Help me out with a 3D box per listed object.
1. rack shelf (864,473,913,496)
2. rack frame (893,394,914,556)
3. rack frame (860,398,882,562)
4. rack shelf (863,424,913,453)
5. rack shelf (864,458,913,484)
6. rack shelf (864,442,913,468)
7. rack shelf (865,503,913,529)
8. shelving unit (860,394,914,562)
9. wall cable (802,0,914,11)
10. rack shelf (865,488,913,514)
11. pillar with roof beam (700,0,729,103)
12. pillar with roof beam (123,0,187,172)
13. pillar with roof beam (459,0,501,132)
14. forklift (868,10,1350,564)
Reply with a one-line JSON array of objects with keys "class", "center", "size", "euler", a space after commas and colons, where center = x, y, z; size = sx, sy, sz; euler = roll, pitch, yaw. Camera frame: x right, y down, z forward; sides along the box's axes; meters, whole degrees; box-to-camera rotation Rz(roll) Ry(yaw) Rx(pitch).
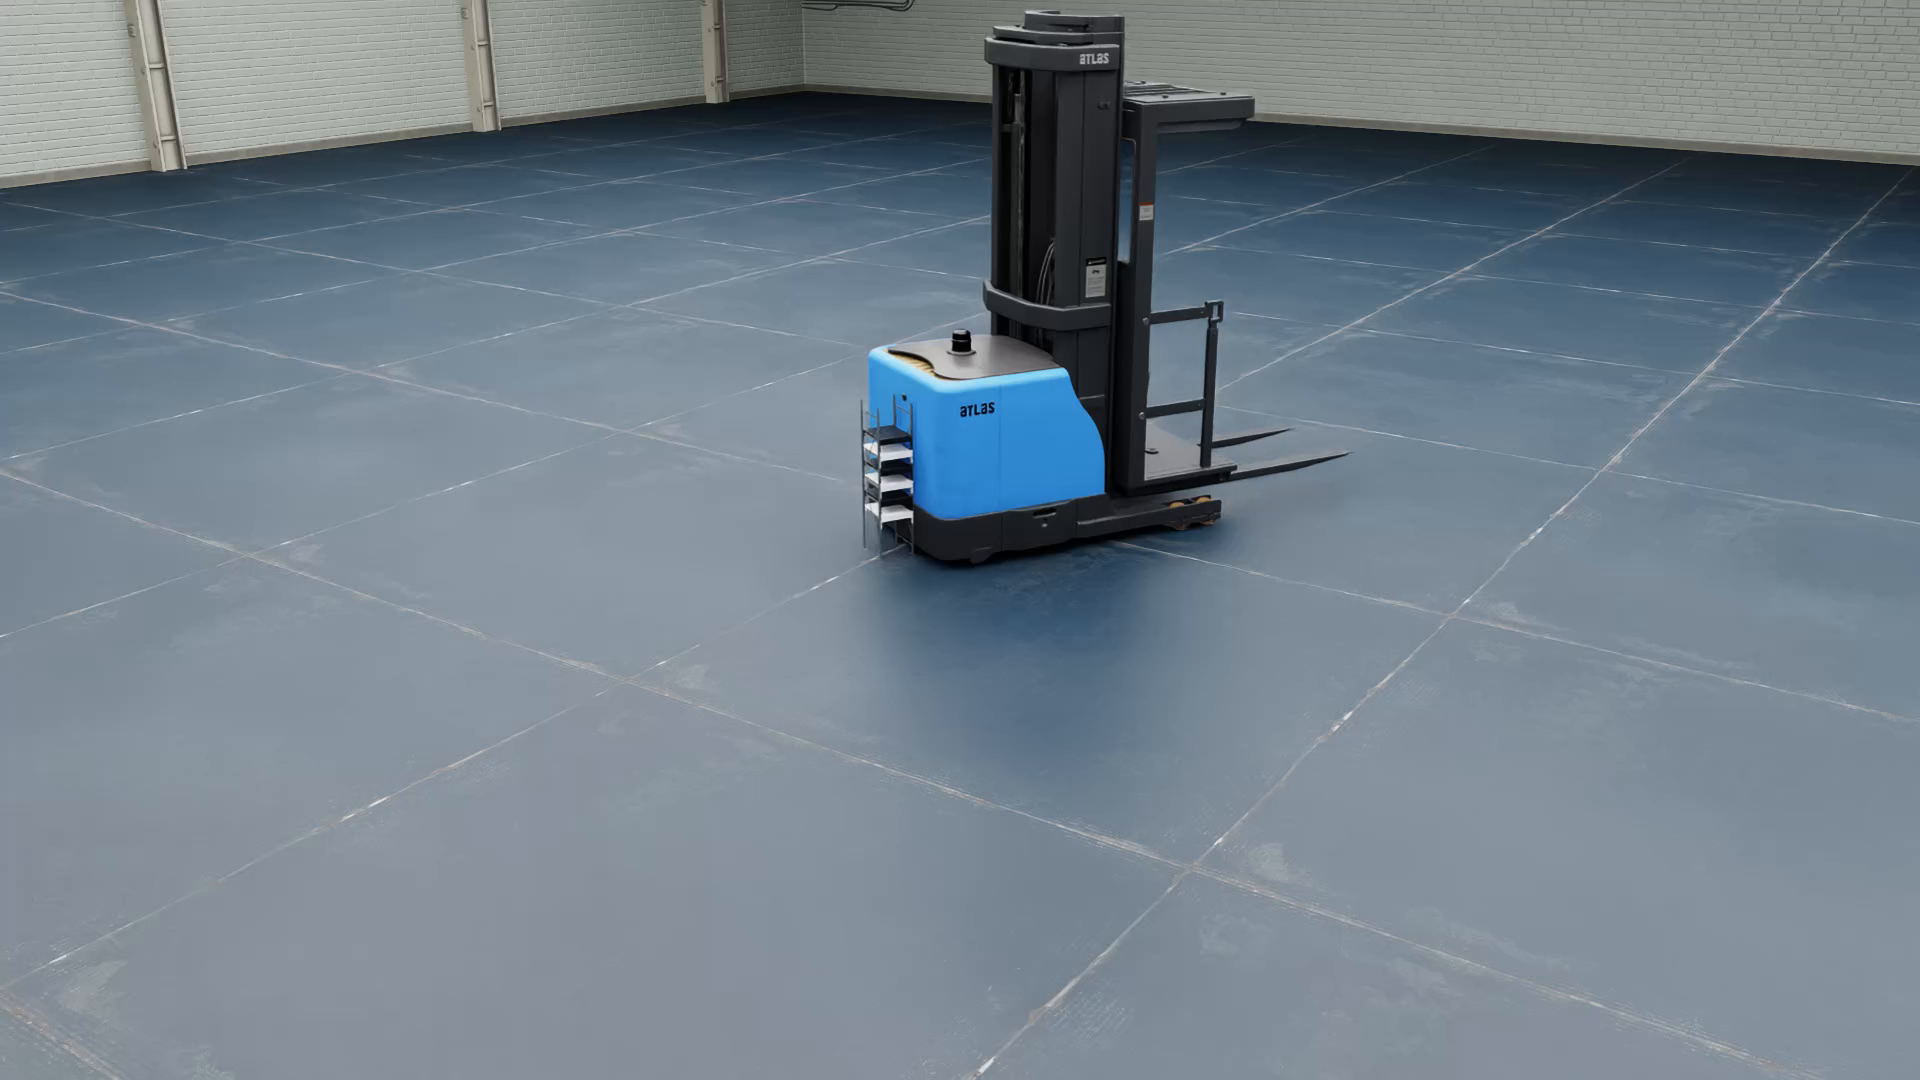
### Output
[{"class": "rack shelf", "center": [-0.411, -0.319, 9.426], "size": [0.200, 0.077, 0.258], "euler": [-10, 23, -26]}, {"class": "rack frame", "center": [-0.321, -0.366, 9.459], "size": [0.006, 0.900, 0.240], "euler": [-10, 23, -26]}, {"class": "rack frame", "center": [-0.501, -0.334, 9.370], "size": [0.006, 0.900, 0.240], "euler": [-10, 23, -26]}, {"class": "rack shelf", "center": [-0.411, -0.572, 9.332], "size": [0.200, 0.077, 0.258], "euler": [-10, 23, -26]}, {"class": "rack shelf", "center": [-0.411, -0.403, 9.395], "size": [0.200, 0.077, 0.258], "euler": [-10, 23, -26]}, {"class": "rack shelf", "center": [-0.411, -0.488, 9.364], "size": [0.200, 0.077, 0.258], "euler": [-10, 23, -26]}, {"class": "rack shelf", "center": [-0.411, -0.150, 9.488], "size": [0.200, 0.077, 0.258], "euler": [-10, 23, -26]}, {"class": "shelving unit", "center": [-0.411, -0.350, 9.414], "size": [0.210, 0.900, 0.258], "euler": [-10, 23, -26]}, {"class": "wall cable", "center": [-2.194, -12.274, 34.453], "size": [3.097, 2.526, 0.112], "euler": [13, 24, 32]}, {"class": "rack shelf", "center": [-0.411, -0.234, 9.457], "size": [0.200, 0.077, 0.258], "euler": [-10, 23, -26]}, {"class": "pillar with roof beam", "center": [-1.383, -12.304, 30.056], "size": [9.100, 9.000, 0.400], "euler": [13, 24, 32]}, {"class": "pillar with roof beam", "center": [-8.129, -8.861, 20.748], "size": [9.100, 9.000, 0.400], "euler": [13, 24, 32]}, {"class": "pillar with roof beam", "center": [-4.756, -10.582, 25.402], "size": [9.100, 9.000, 0.400], "euler": [13, 24, 32]}, {"class": "forklift", "center": [0.998, -1.583, 9.821], "size": [3.031, 2.935, 1.130], "euler": [-10, 23, -26]}]
